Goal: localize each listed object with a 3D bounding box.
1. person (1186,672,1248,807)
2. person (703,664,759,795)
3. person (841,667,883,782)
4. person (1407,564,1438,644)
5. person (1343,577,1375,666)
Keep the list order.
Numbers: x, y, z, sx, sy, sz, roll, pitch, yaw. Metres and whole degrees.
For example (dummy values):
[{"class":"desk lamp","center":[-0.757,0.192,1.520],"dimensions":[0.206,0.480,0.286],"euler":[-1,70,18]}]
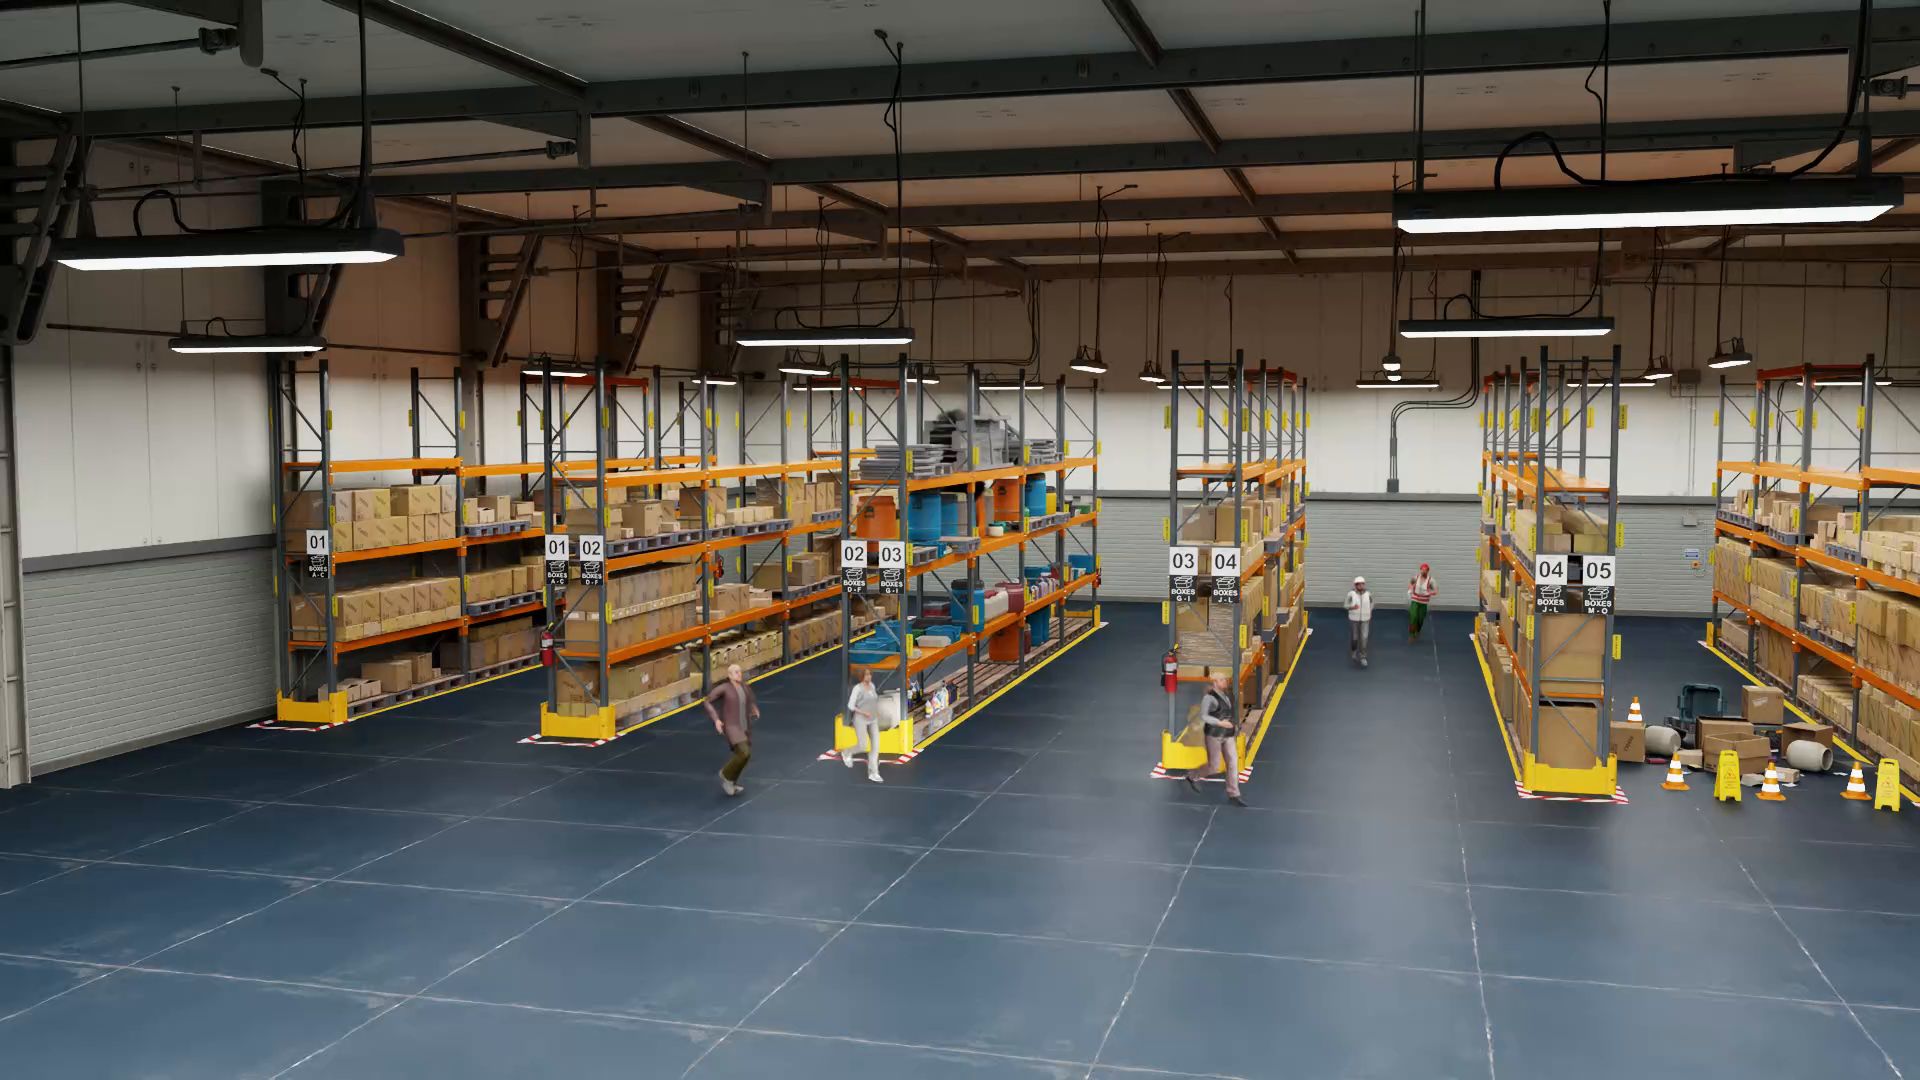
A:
[{"class":"person","center":[3.372,2.581,21.719],"dimensions":[0.675,1.718,0.944],"euler":[-4,5,-40]},{"class":"person","center":[-2.953,2.525,22.141],"dimensions":[0.695,1.741,0.693],"euler":[3,5,38]},{"class":"person","center":[-1.344,2.550,23.195],"dimensions":[0.552,1.587,0.803],"euler":[-4,6,-43]},{"class":"person","center":[10.466,1.422,37.638],"dimensions":[0.692,1.777,0.935],"euler":[2,5,24]},{"class":"person","center":[8.186,1.595,34.095],"dimensions":[0.661,1.690,0.769],"euler":[0,4,5]}]
